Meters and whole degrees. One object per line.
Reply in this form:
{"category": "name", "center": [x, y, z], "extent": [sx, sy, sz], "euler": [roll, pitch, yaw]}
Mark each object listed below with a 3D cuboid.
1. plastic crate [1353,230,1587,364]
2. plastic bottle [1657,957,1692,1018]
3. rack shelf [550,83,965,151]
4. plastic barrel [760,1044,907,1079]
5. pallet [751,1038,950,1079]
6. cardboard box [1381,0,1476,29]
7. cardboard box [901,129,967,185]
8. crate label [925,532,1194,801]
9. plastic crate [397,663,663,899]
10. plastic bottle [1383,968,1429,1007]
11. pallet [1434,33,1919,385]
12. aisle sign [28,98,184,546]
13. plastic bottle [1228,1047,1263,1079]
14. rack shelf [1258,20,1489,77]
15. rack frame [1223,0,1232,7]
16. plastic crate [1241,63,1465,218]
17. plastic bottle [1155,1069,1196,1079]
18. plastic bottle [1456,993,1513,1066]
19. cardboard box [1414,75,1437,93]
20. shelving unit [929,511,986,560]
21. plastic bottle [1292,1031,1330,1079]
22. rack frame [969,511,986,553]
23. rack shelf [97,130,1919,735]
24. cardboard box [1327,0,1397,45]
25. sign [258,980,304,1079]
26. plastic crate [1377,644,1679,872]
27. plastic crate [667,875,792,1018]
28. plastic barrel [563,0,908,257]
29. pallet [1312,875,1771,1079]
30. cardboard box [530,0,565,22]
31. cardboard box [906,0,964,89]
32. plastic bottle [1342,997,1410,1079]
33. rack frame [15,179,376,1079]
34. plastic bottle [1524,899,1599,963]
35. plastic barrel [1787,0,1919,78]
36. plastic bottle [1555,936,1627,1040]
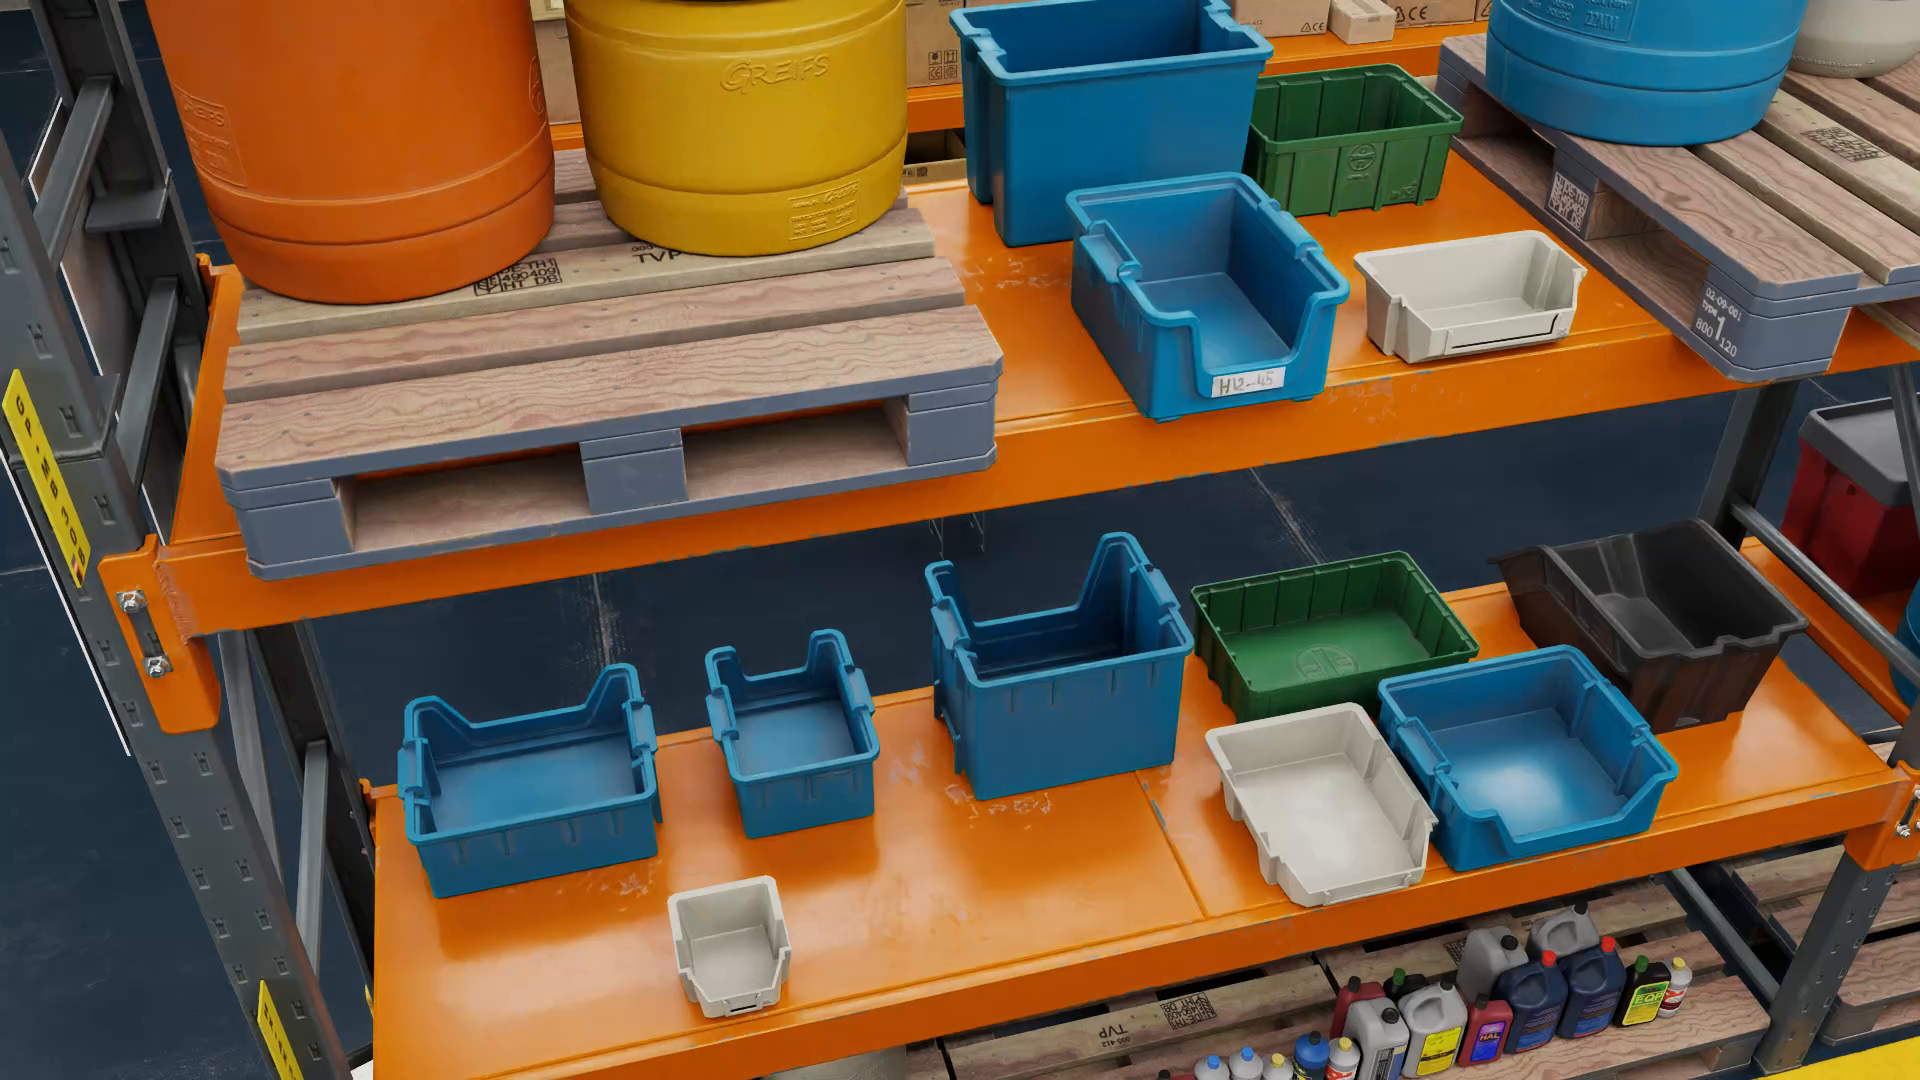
{"category": "plastic crate", "center": [0.954, -0.443, 3.108], "extent": [0.396, 0.136, 0.243], "euler": [-9, 38, -12]}
{"category": "plastic bottle", "center": [2.129, 1.329, 4.984], "extent": [0.097, 0.201, 0.097], "euler": [0, 37, 0]}
{"category": "rack shelf", "center": [-0.821, -2.151, 8.185], "extent": [4.000, 0.370, 1.077], "euler": [-9, 38, -12]}
{"category": "plastic barrel", "center": [-0.364, 1.379, 4.681], "extent": [0.421, 0.512, 0.421], "euler": [0, 37, 0]}
{"category": "pallet", "center": [-0.617, 1.728, 4.817], "extent": [1.213, 0.211, 1.003], "euler": [-9, 38, -12]}
{"category": "cardboard box", "center": [2.365, -2.989, 8.606], "extent": [0.500, 0.500, 0.500], "euler": [-7, 38, -9]}
{"category": "cardboard box", "center": [-0.248, -1.771, 8.396], "extent": [0.500, 0.500, 0.500], "euler": [-9, 38, -12]}
{"category": "crate label", "center": [0.243, 0.322, 4.331], "extent": [0.616, 0.435, 0.502], "euler": [-9, 38, -12]}
{"category": "plastic crate", "center": [-1.058, 0.590, 4.132], "extent": [0.616, 0.251, 0.499], "euler": [-9, 38, -12]}
{"category": "plastic bottle", "center": [1.303, 1.353, 4.886], "extent": [0.133, 0.283, 0.061], "euler": [-9, 38, -12]}
{"category": "pallet", "center": [1.727, -0.792, 3.504], "extent": [1.003, 0.211, 1.213], "euler": [-9, 38, -12]}
{"category": "aisle sign", "center": [-1.611, -0.409, 3.177], "extent": [0.004, 0.787, 0.394], "euler": [-9, 38, -12]}
{"category": "plastic bottle", "center": [0.795, 1.520, 4.677], "extent": [0.097, 0.271, 0.097], "euler": [0, 37, 0]}
{"category": "rack shelf", "center": [3.041, -2.785, 9.014], "extent": [4.000, 0.370, 1.077], "euler": [-9, 38, -12]}
{"category": "rack frame", "center": [1.110, -2.754, 8.381], "extent": [0.127, 3.000, 1.000], "euler": [-9, 38, -12]}
{"category": "plastic crate", "center": [0.804, -0.865, 3.617], "extent": [0.450, 0.188, 0.336], "euler": [-9, 38, -12]}
{"category": "plastic bottle", "center": [0.591, 1.561, 4.615], "extent": [0.133, 0.283, 0.061], "euler": [-9, 38, -11]}
{"category": "plastic bottle", "center": [1.520, 1.408, 4.814], "extent": [0.133, 0.283, 0.061], "euler": [-7, 38, -9]}
{"category": "cardboard box", "center": [2.896, -2.525, 9.537], "extent": [0.500, 0.311, 0.500], "euler": [-10, 38, -13]}
{"category": "shelving unit", "center": [-0.014, -0.474, 6.882], "extent": [0.189, 1.200, 0.258], "euler": [-9, 38, -12]}
{"category": "plastic bottle", "center": [0.991, 1.488, 4.719], "extent": [0.097, 0.271, 0.097], "euler": [0, 37, 0]}
{"category": "rack frame", "center": [0.074, -0.489, 6.901], "extent": [0.006, 1.200, 0.240], "euler": [-9, 38, -12]}
{"category": "rack shelf", "center": [0.467, -0.436, 3.475], "extent": [4.000, 0.370, 1.077], "euler": [-9, 38, -12]}
{"category": "cardboard box", "center": [2.019, -2.674, 8.484], "extent": [0.250, 0.149, 0.380], "euler": [-9, 38, -12]}
{"category": "sign", "center": [-1.324, 1.000, 3.247], "extent": [0.005, 0.325, 0.100], "euler": [-9, 38, -12]}
{"category": "plastic crate", "center": [1.400, 0.546, 4.190], "extent": [0.616, 0.251, 0.499], "euler": [-9, 38, -12]}
{"category": "plastic crate", "center": [-0.516, 0.938, 3.772], "extent": [0.250, 0.136, 0.298], "euler": [-9, 38, -12]}
{"category": "plastic barrel", "center": [-0.396, -0.902, 2.991], "extent": [0.600, 0.588, 0.600], "euler": [0, 37, 0]}
{"category": "pallet", "center": [1.739, 1.342, 5.322], "extent": [1.213, 0.211, 1.003], "euler": [-9, 38, -12]}
{"category": "cardboard box", "center": [-1.821, -2.435, 7.349], "extent": [0.250, 0.149, 0.380], "euler": [-9, 38, -12]}
{"category": "cardboard box", "center": [-0.309, -2.555, 8.039], "extent": [0.500, 0.500, 0.700], "euler": [-9, 38, -11]}
{"category": "plastic bottle", "center": [1.196, 1.436, 4.784], "extent": [0.135, 0.276, 0.152], "euler": [-9, 38, -11]}
{"category": "rack frame", "center": [-1.464, 0.786, 3.754], "extent": [0.127, 3.000, 1.000], "euler": [-9, 38, -12]}
{"category": "plastic bottle", "center": [1.814, 1.216, 5.009], "extent": [0.185, 0.351, 0.144], "euler": [-9, 38, -12]}
{"category": "plastic barrel", "center": [1.931, -1.297, 3.570], "extent": [0.421, 0.512, 0.421], "euler": [0, 37, 0]}
{"category": "plastic bottle", "center": [1.851, 1.301, 4.899], "extent": [0.185, 0.351, 0.144], "euler": [-10, 39, -13]}
